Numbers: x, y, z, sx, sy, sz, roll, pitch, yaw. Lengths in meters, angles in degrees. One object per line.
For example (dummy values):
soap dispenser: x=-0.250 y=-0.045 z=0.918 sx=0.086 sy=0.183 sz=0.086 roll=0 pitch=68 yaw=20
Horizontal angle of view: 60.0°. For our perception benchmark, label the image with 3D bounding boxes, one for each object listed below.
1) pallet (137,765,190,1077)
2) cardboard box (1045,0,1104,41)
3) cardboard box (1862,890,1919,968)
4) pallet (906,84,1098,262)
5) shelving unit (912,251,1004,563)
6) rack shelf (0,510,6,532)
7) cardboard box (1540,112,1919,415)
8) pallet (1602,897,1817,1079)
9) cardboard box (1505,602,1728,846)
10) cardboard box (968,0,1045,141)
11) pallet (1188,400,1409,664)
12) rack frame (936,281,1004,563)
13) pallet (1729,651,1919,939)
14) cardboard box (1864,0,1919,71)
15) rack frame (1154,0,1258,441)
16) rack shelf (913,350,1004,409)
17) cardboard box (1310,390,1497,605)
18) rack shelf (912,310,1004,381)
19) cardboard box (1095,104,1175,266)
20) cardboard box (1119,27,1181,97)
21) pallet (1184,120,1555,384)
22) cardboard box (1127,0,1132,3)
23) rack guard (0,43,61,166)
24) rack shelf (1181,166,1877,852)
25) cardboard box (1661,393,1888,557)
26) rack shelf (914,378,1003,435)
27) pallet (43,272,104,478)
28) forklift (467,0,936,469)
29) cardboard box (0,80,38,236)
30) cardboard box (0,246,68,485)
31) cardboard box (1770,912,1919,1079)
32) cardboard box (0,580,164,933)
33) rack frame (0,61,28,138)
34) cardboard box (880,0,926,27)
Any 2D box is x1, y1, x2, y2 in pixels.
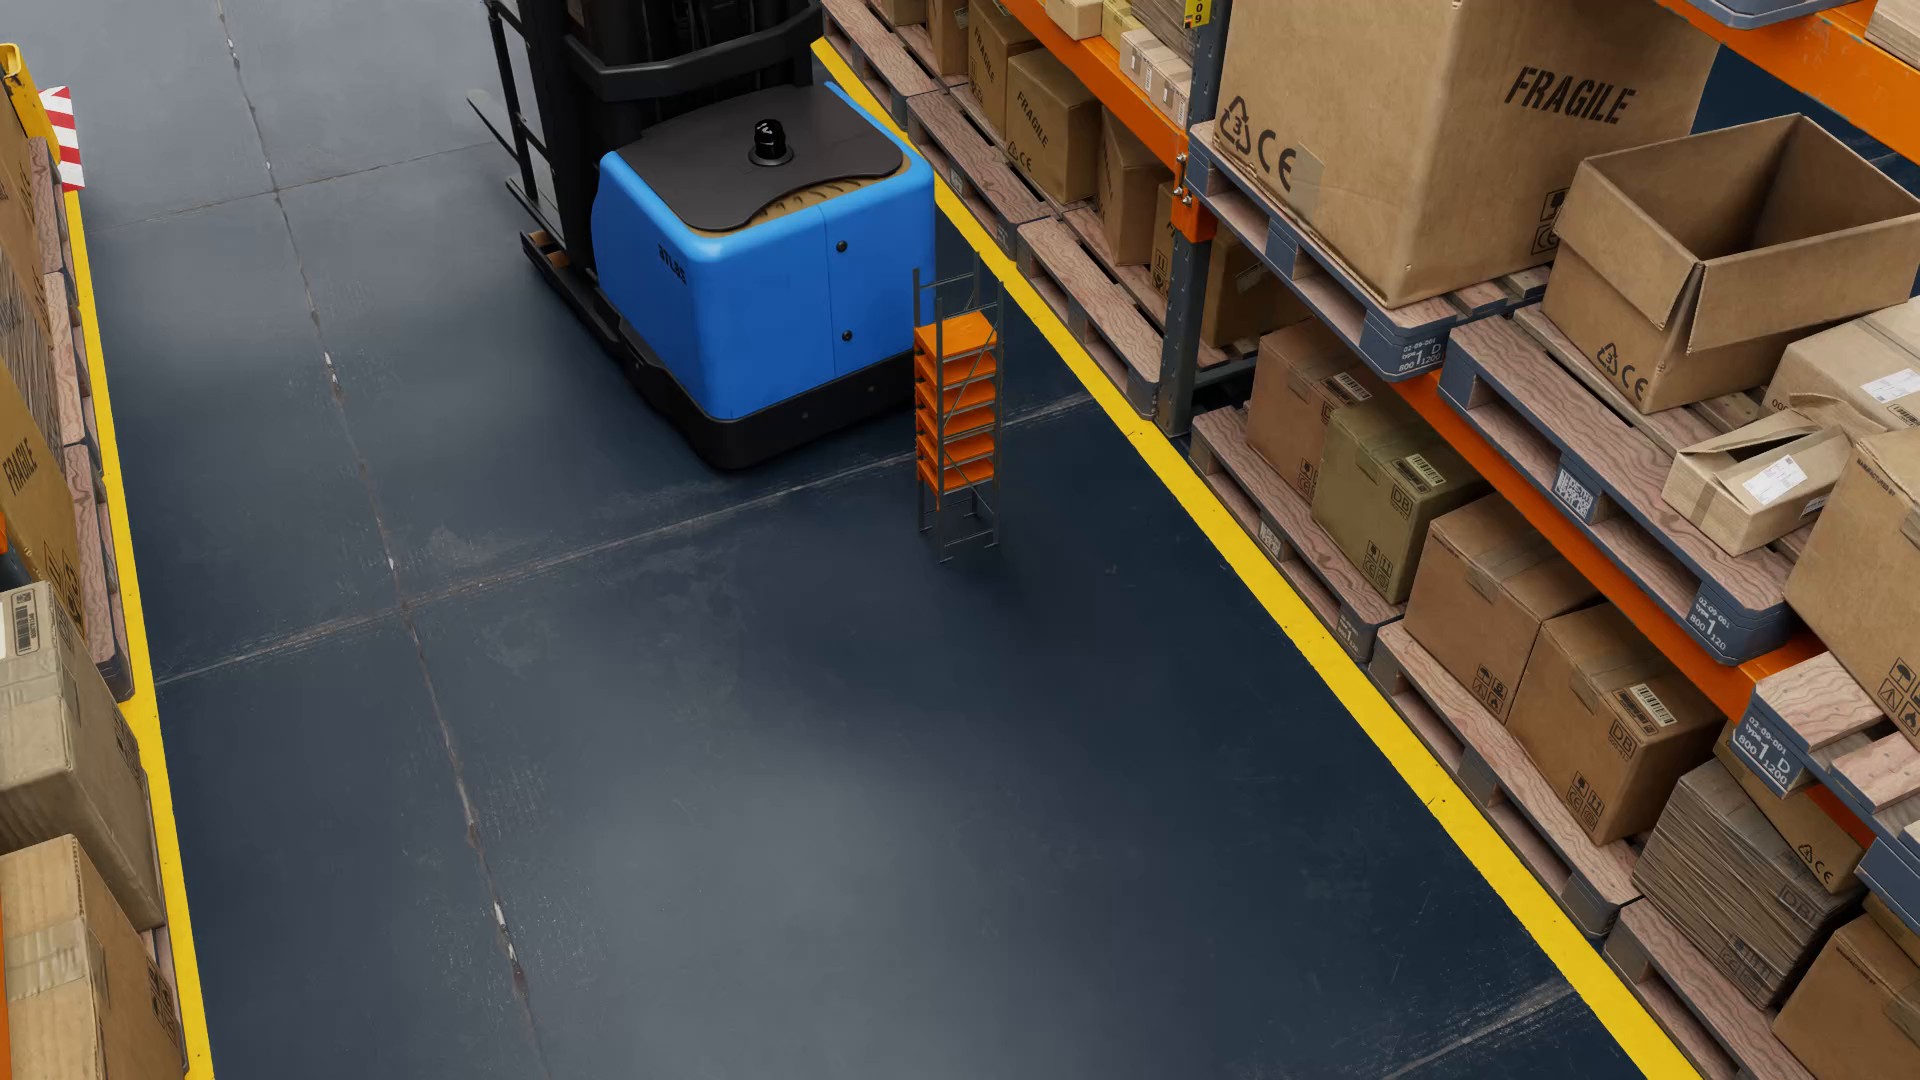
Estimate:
pallet: x=-2.886 y=1.210 z=4.874 sx=1.003 sy=0.211 sz=1.213 roll=-18 pitch=47 yaw=-17
cardboard box: x=0.553 y=-2.079 z=6.400 sx=0.380 sy=0.149 sz=0.250 roll=-18 pitch=47 yaw=-17
cardboard box: x=2.637 y=0.944 z=4.090 sx=0.500 sy=0.250 sz=0.500 roll=-16 pitch=47 yaw=-16
pallet: x=0.433 y=-1.856 z=7.981 sx=1.003 sy=0.211 sz=1.213 roll=-18 pitch=47 yaw=-17
shelving unit: x=-0.006 y=-0.436 z=5.838 sx=0.258 sy=1.200 sz=0.189 roll=-18 pitch=47 yaw=-17
rack shelf: x=-4.120 y=-1.271 z=5.915 sx=1.077 sy=0.370 sz=4.000 roll=-18 pitch=47 yaw=-17
cardboard box: x=2.077 y=-0.762 z=4.514 sx=0.797 sy=0.503 sz=0.637 roll=-14 pitch=46 yaw=-13
pallet: x=2.619 y=1.390 z=4.691 sx=1.003 sy=0.211 sz=1.213 roll=-18 pitch=47 yaw=-17
cardboard box: x=2.156 y=0.499 z=5.075 sx=0.700 sy=0.500 sz=0.500 roll=-14 pitch=46 yaw=-14
cardboard box: x=0.358 y=-2.283 z=7.909 sx=0.500 sy=0.500 sz=0.500 roll=-14 pitch=46 yaw=-14
pallet: x=1.593 y=-0.165 z=6.267 sx=1.003 sy=0.211 sz=1.213 roll=-18 pitch=47 yaw=-17
rack frame: x=0.032 y=-0.378 z=5.779 sx=0.240 sy=1.200 sz=0.006 roll=-18 pitch=47 yaw=-17
pallet: x=2.549 y=0.542 z=3.702 sx=1.213 sy=0.211 sz=1.003 roll=-18 pitch=47 yaw=-17
cardboard box: x=2.094 y=-0.982 z=3.080 sx=0.500 sy=0.250 sz=0.500 roll=-17 pitch=47 yaw=-16
rack frame: x=1.264 y=-1.653 z=5.790 sx=1.000 sy=3.000 sz=0.127 roll=-18 pitch=47 yaw=-17
rack shelf: x=-0.006 y=-0.576 z=5.701 sx=0.258 sy=0.103 sz=0.180 roll=-18 pitch=47 yaw=-17
cardboard box: x=1.686 y=-0.213 z=5.796 sx=0.700 sy=0.500 sz=0.500 roll=-18 pitch=47 yaw=-18
rack shelf: x=-0.006 y=-0.661 z=5.616 sx=0.258 sy=0.103 sz=0.180 roll=-18 pitch=47 yaw=-17
cardboard box: x=0.884 y=-1.542 z=7.158 sx=0.500 sy=0.500 sz=0.500 roll=-5 pitch=45 yaw=-5
cardboard box: x=0.810 y=-1.776 z=6.093 sx=0.380 sy=0.149 sz=0.250 roll=-18 pitch=47 yaw=-17
pallet: x=1.453 y=-1.055 z=5.320 sx=1.003 sy=0.211 sz=1.213 roll=-18 pitch=47 yaw=-17
cardboard box: x=0.953 y=-2.428 z=6.293 sx=0.875 sy=0.500 sz=0.500 roll=-18 pitch=47 yaw=-17
rack guard: x=-4.971 y=-1.927 z=7.847 sx=1.175 sy=0.500 sz=0.348 roll=-18 pitch=47 yaw=-17
rack shelf: x=2.105 y=-0.122 z=4.751 sx=1.077 sy=0.370 sz=4.000 roll=-18 pitch=47 yaw=-17
cardboard box: x=2.000 y=-0.188 z=4.102 sx=0.396 sy=0.266 sz=0.258 roll=-19 pitch=48 yaw=-19
rack shelf: x=-0.006 y=-0.490 z=5.785 sx=0.258 sy=0.103 sz=0.180 roll=-18 pitch=47 yaw=-17
pallet: x=-4.044 y=-0.546 z=6.653 sx=1.003 sy=0.211 sz=1.213 roll=-18 pitch=47 yaw=-17
forklift: x=-1.309 y=-2.325 z=6.519 sx=1.130 sy=2.935 sz=3.031 roll=-25 pitch=50 yaw=-23
cardboard box: x=-4.616 y=-1.782 z=7.134 sx=0.875 sy=0.875 sz=0.875 roll=-18 pitch=47 yaw=-17
cardboard box: x=-3.862 y=-0.640 z=5.977 sx=0.875 sy=0.875 sz=0.875 roll=-18 pitch=47 yaw=-17
cardboard box: x=2.646 y=1.208 z=4.356 sx=0.700 sy=0.500 sz=0.500 roll=-20 pitch=48 yaw=-19
cardboard box: x=-2.936 y=0.768 z=4.639 sx=1.050 sy=0.750 sz=0.750 roll=-18 pitch=47 yaw=-18
rack frame: x=-4.961 y=-2.802 z=6.954 sx=1.000 sy=3.000 sz=0.127 roll=-18 pitch=47 yaw=-17
cardboard box: x=-0.171 y=-3.059 z=8.695 sx=0.500 sy=0.500 sz=0.500 roll=-10 pitch=45 yaw=-10
